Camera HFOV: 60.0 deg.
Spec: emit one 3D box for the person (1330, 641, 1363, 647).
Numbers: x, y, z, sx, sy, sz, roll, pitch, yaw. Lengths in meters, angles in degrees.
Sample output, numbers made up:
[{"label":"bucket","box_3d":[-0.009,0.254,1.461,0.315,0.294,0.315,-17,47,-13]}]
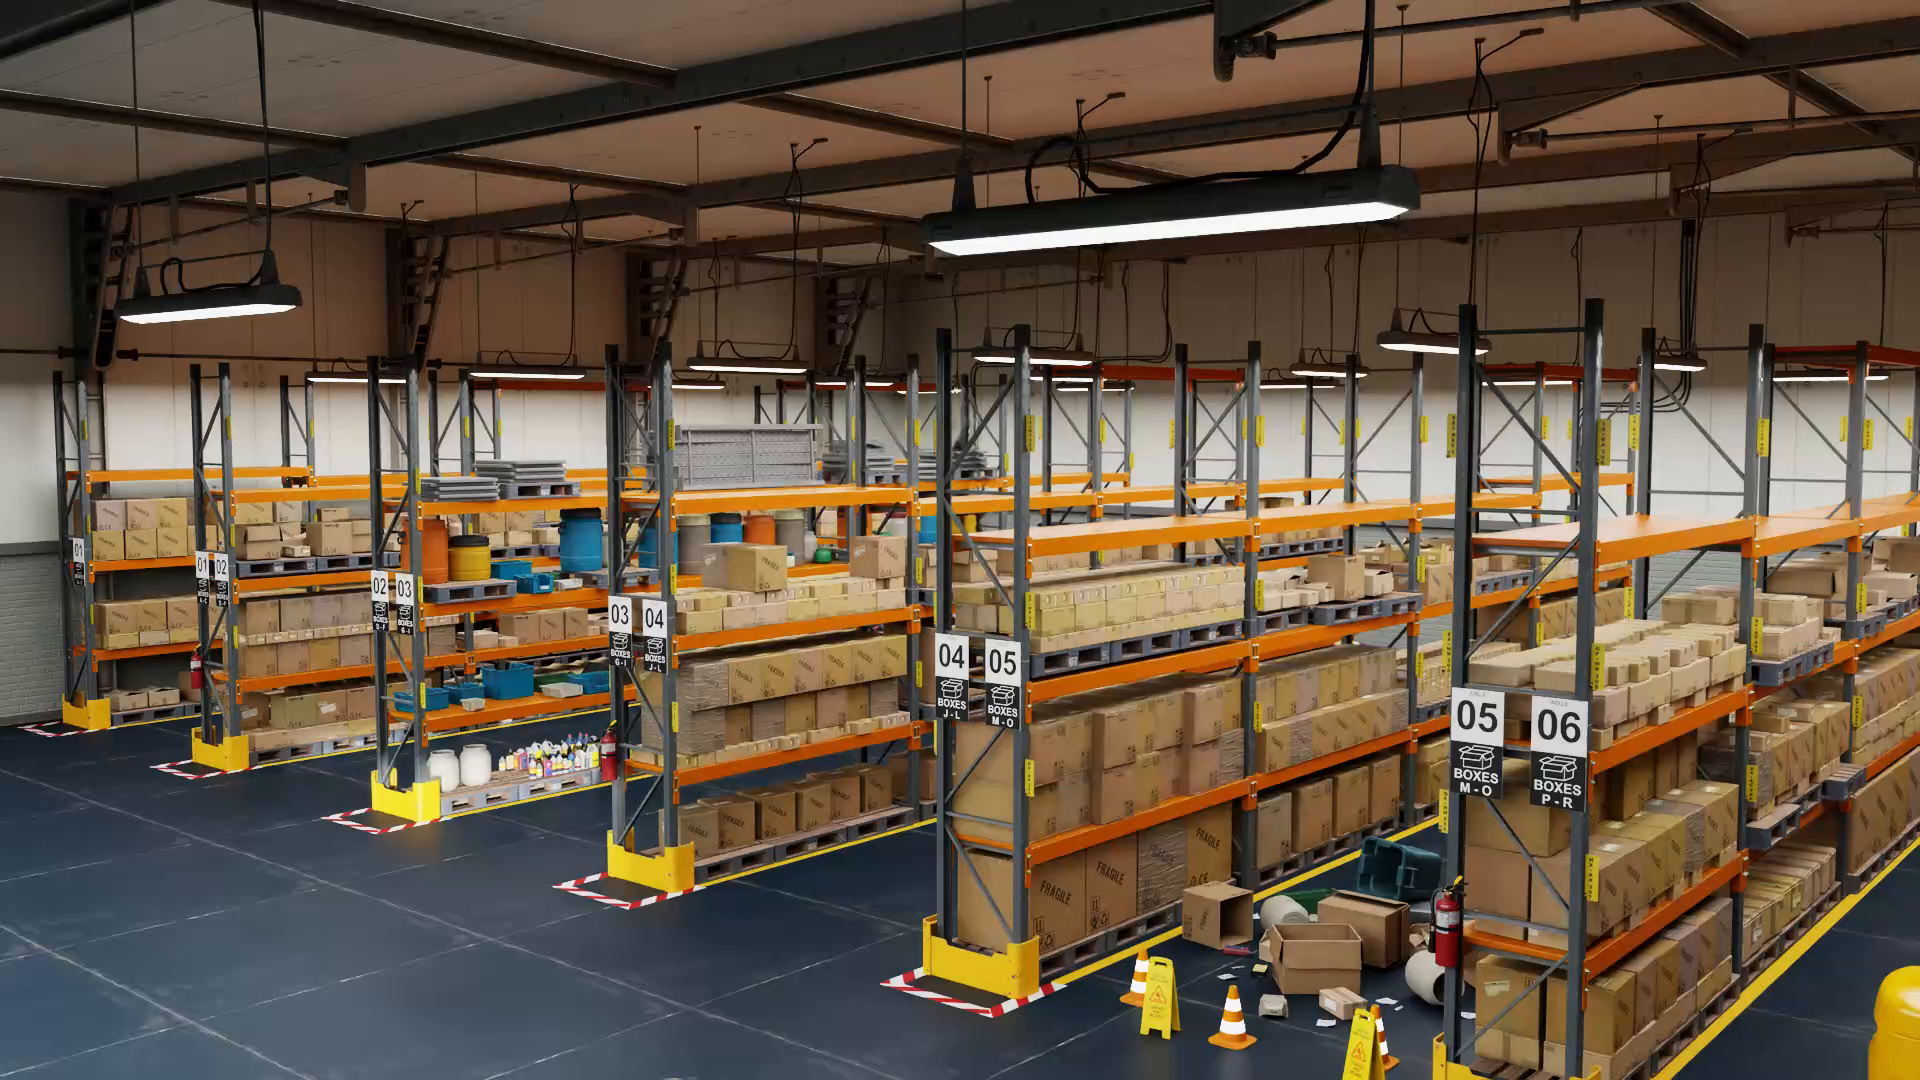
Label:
[{"label":"person","box_3d":[6.330,2.283,27.333,0.695,1.771,0.962,2,5,30]}]
